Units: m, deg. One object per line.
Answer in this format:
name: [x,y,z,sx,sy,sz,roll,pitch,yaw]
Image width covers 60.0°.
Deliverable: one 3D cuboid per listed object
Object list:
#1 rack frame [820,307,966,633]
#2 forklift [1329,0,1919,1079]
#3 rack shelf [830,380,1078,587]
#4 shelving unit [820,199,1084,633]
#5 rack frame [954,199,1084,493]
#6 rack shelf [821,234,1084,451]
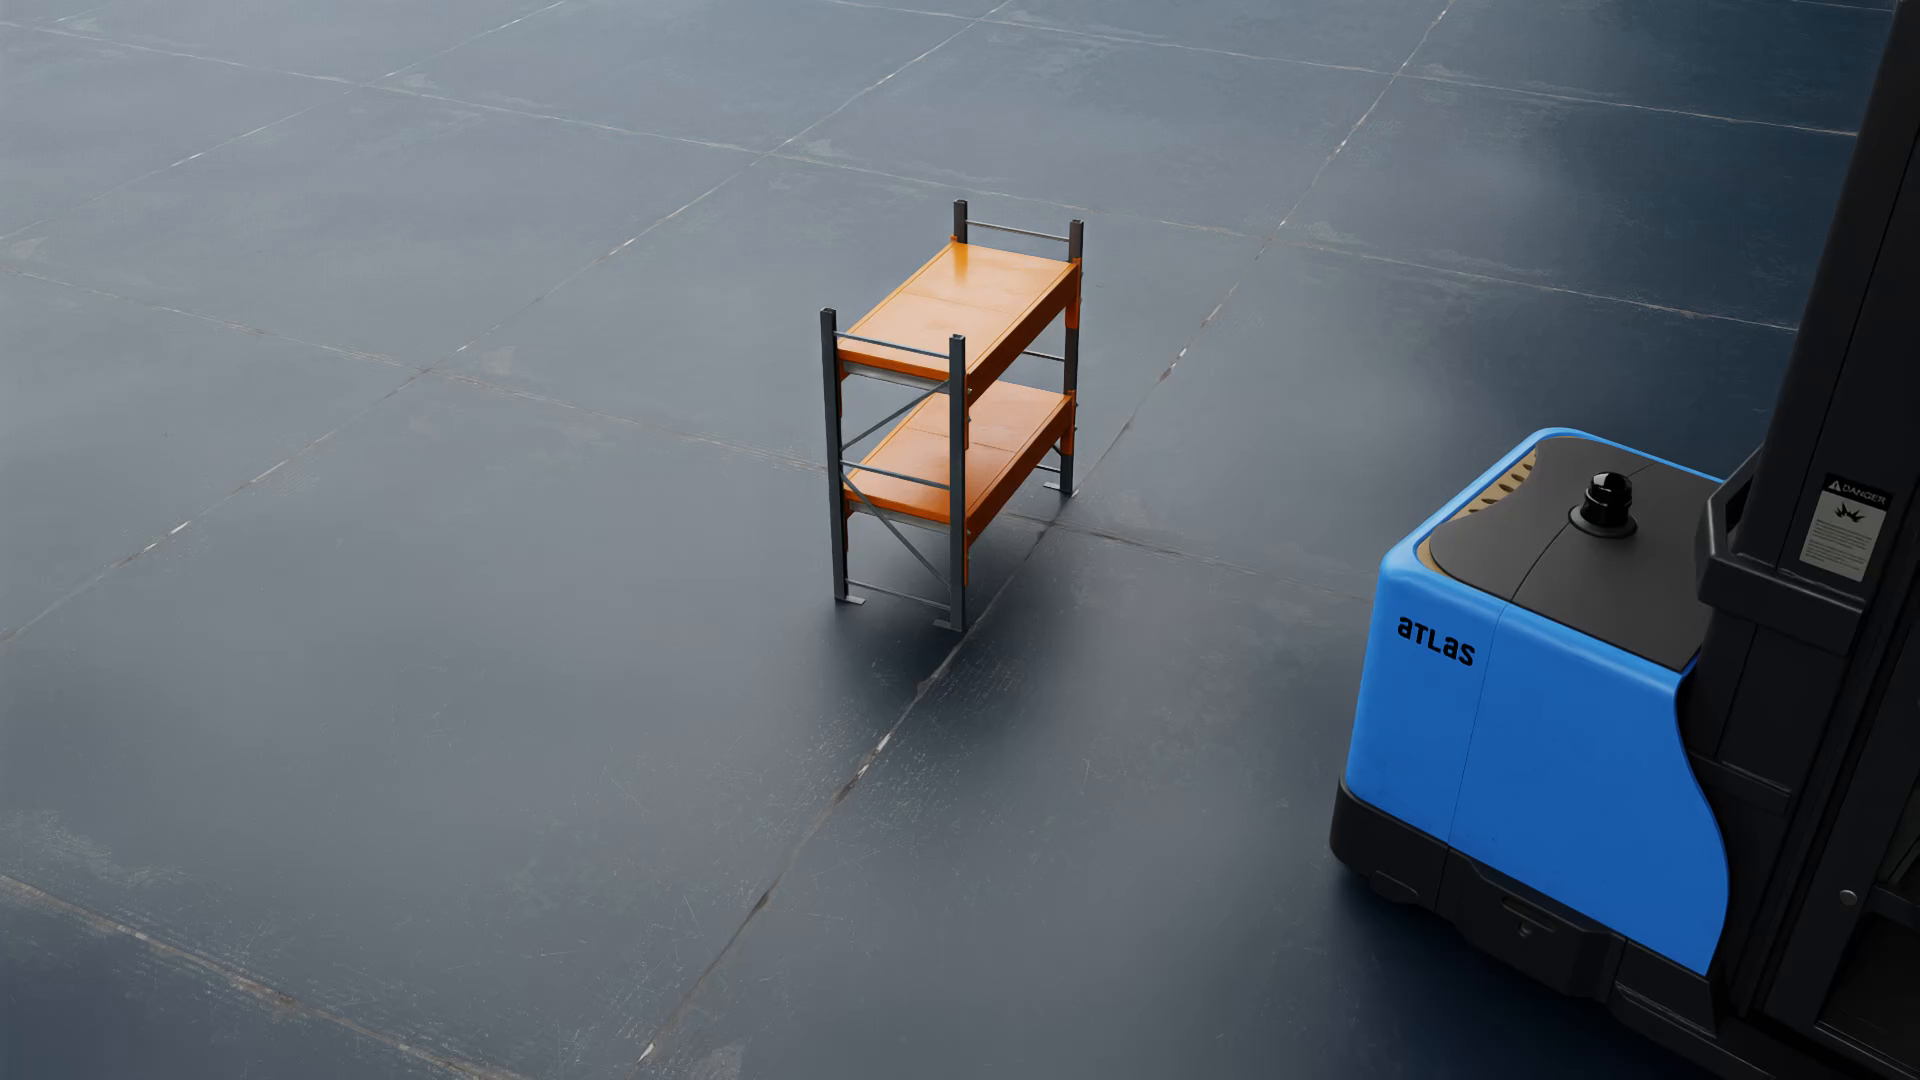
rack frame: [-0.216,-0.214,5.550,0.500,1.125,0.032,14,36,20]
forklift: [2.497,0.058,3.489,3.031,2.935,1.130,26,41,34]
rack shelf: [-0.003,-0.263,6.070,0.538,0.278,1.000,14,36,20]
shelving unit: [-0.003,-0.467,5.936,0.538,1.125,1.048,14,36,20]
rack frame: [0.210,-0.720,6.323,0.500,1.125,0.032,14,36,20]
rack shelf: [-0.003,-0.712,5.776,0.538,0.278,1.000,14,36,20]
